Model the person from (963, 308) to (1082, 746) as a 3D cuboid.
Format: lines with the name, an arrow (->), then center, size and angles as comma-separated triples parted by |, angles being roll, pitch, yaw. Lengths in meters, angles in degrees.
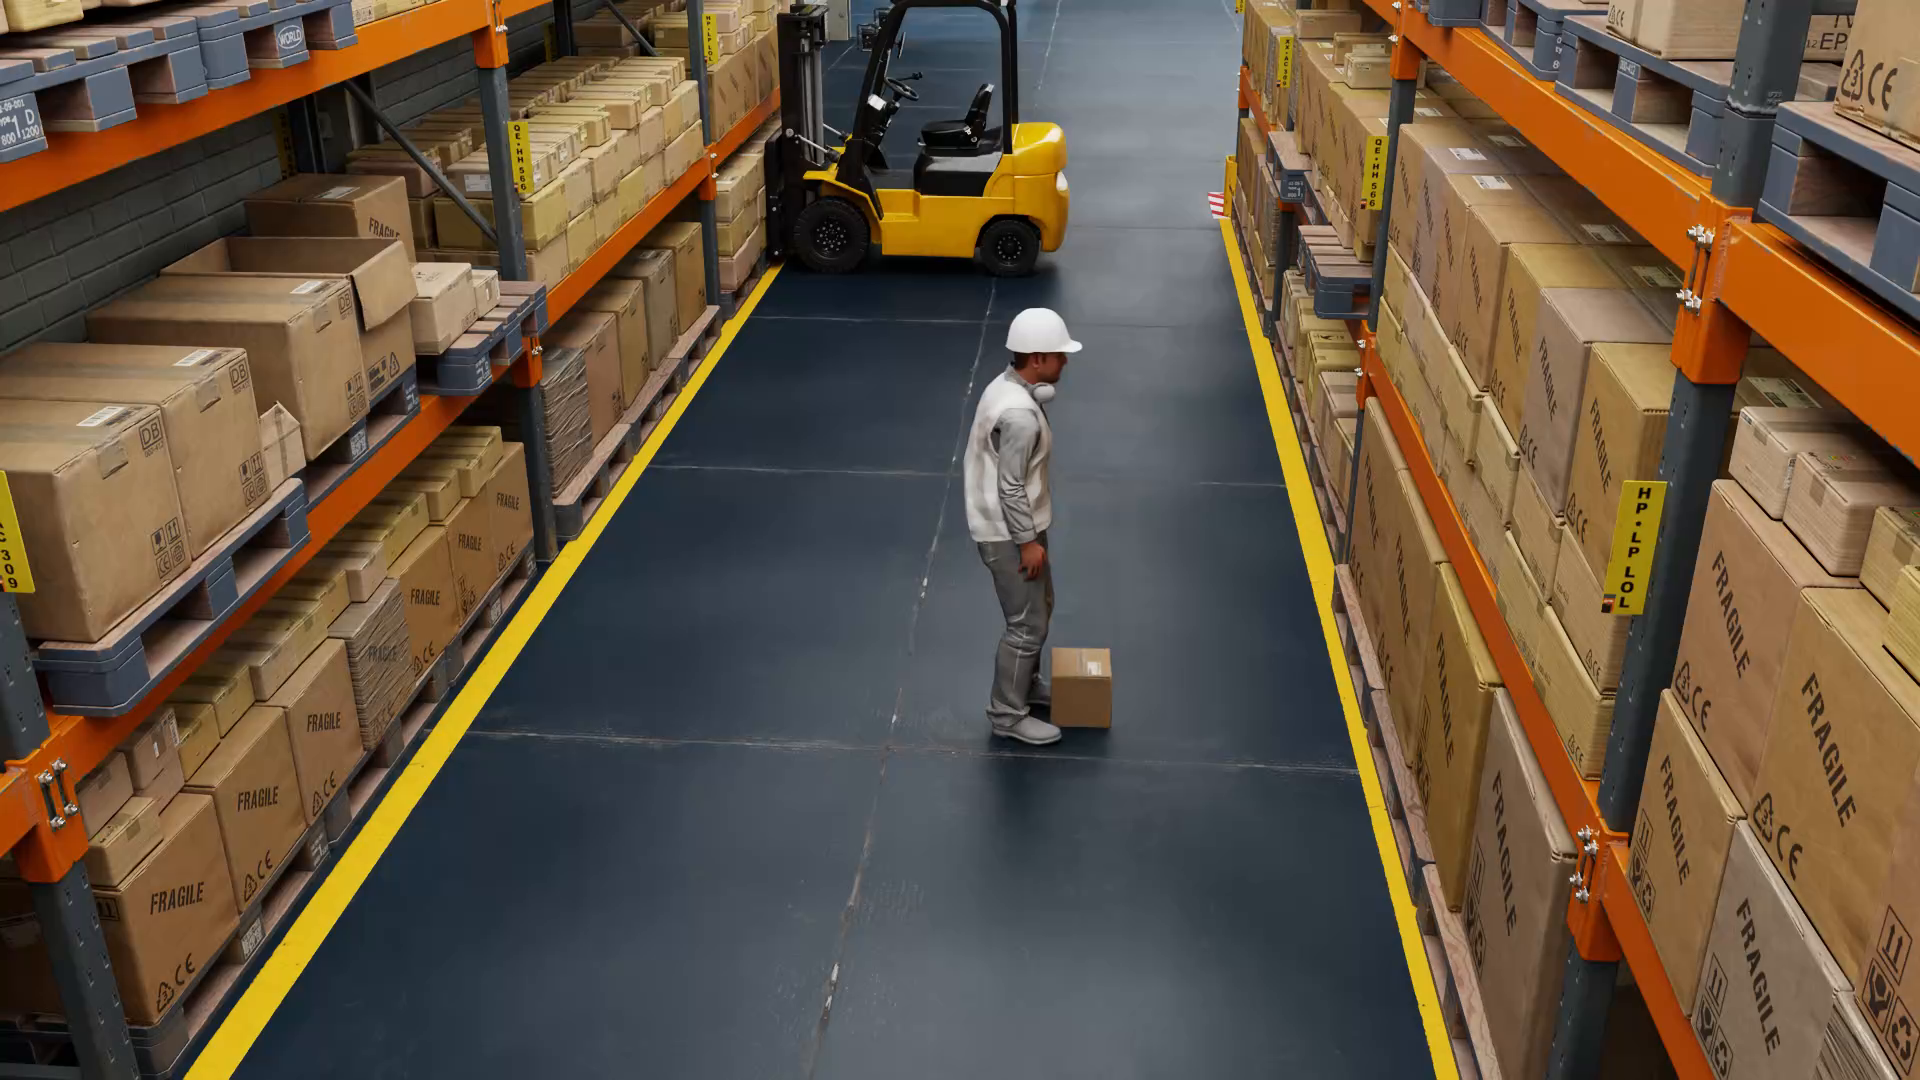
person -> 0.250, -0.071, 6.729 | 0.474, 1.771, 0.572 | 1, 24, 2
